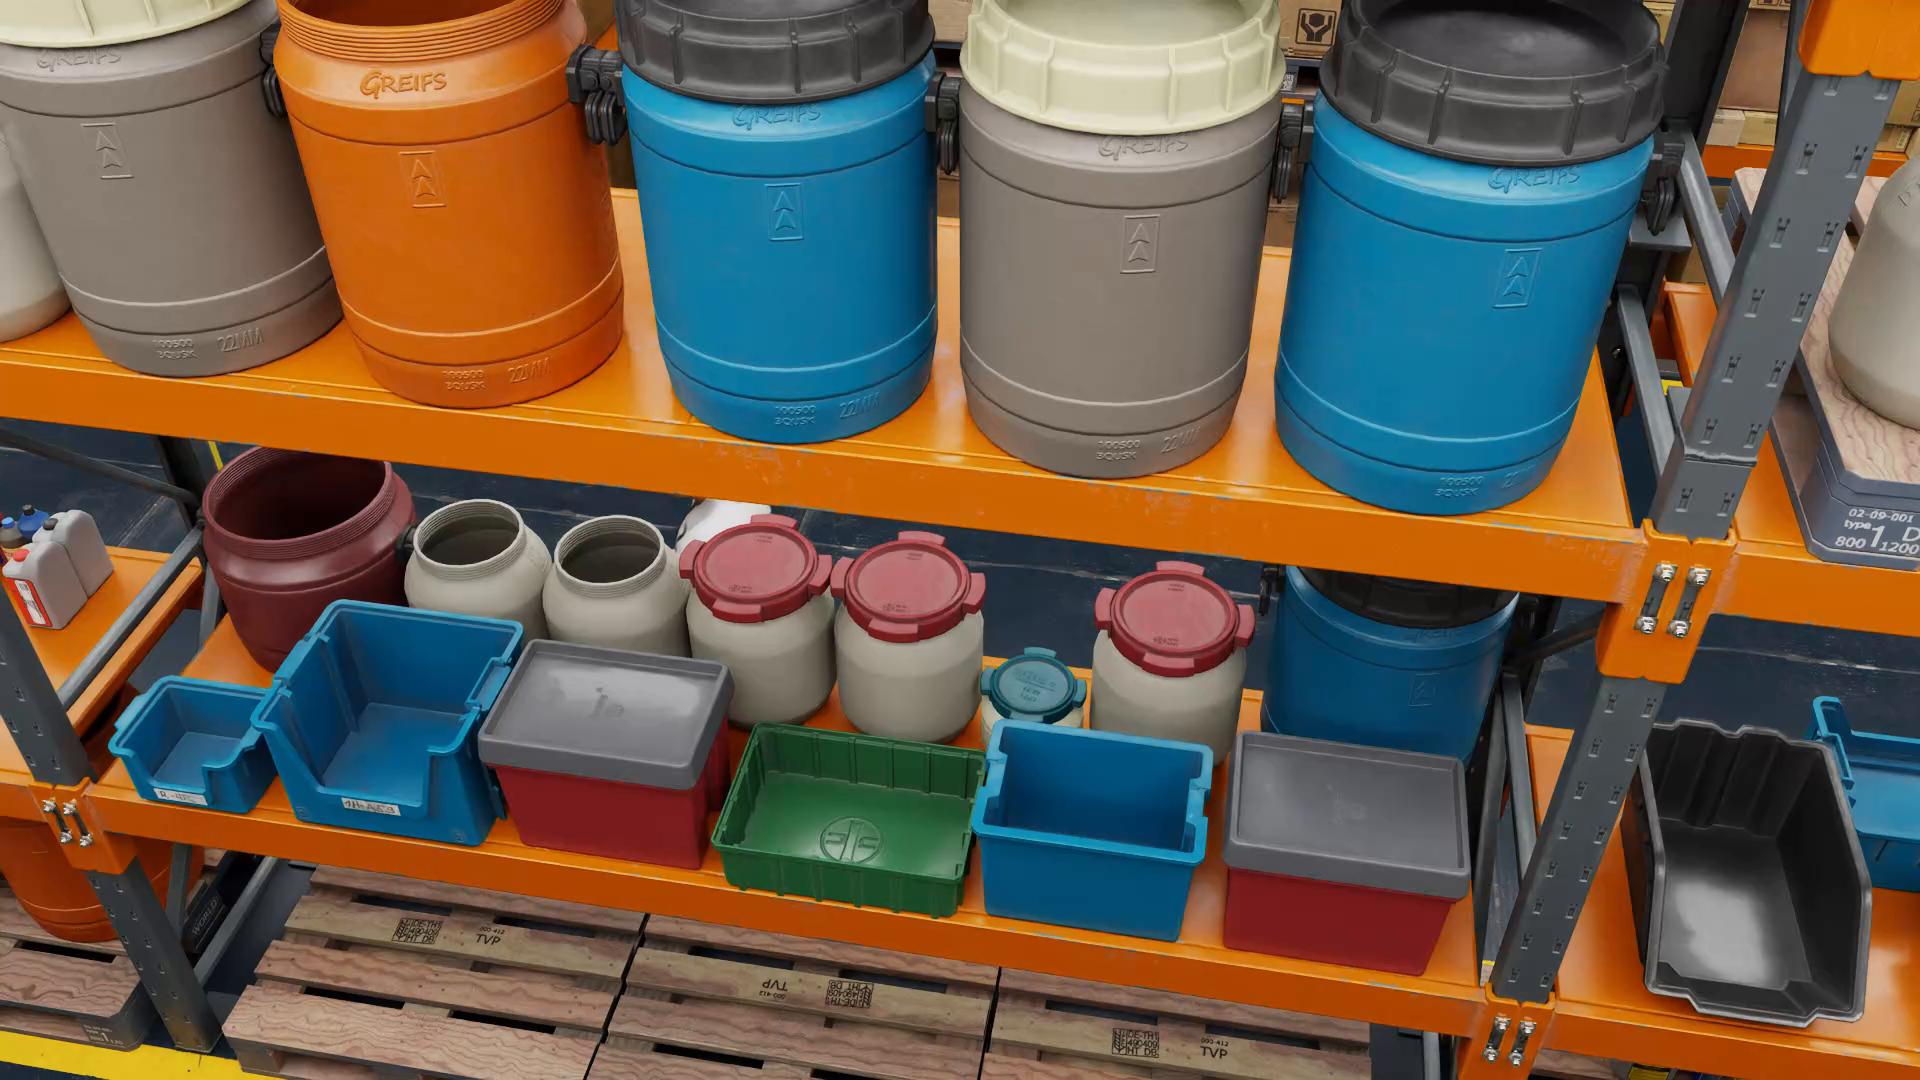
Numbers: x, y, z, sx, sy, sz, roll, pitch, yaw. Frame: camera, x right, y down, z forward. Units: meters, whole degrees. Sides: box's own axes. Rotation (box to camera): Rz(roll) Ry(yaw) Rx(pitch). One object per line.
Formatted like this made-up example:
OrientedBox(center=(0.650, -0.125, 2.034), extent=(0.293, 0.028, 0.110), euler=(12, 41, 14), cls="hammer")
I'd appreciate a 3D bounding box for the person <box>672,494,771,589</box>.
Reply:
OrientedBox(center=(-0.805, 0.336, 5.767), extent=(0.423, 1.774, 0.643), euler=(7, 40, 8), cls="person")
